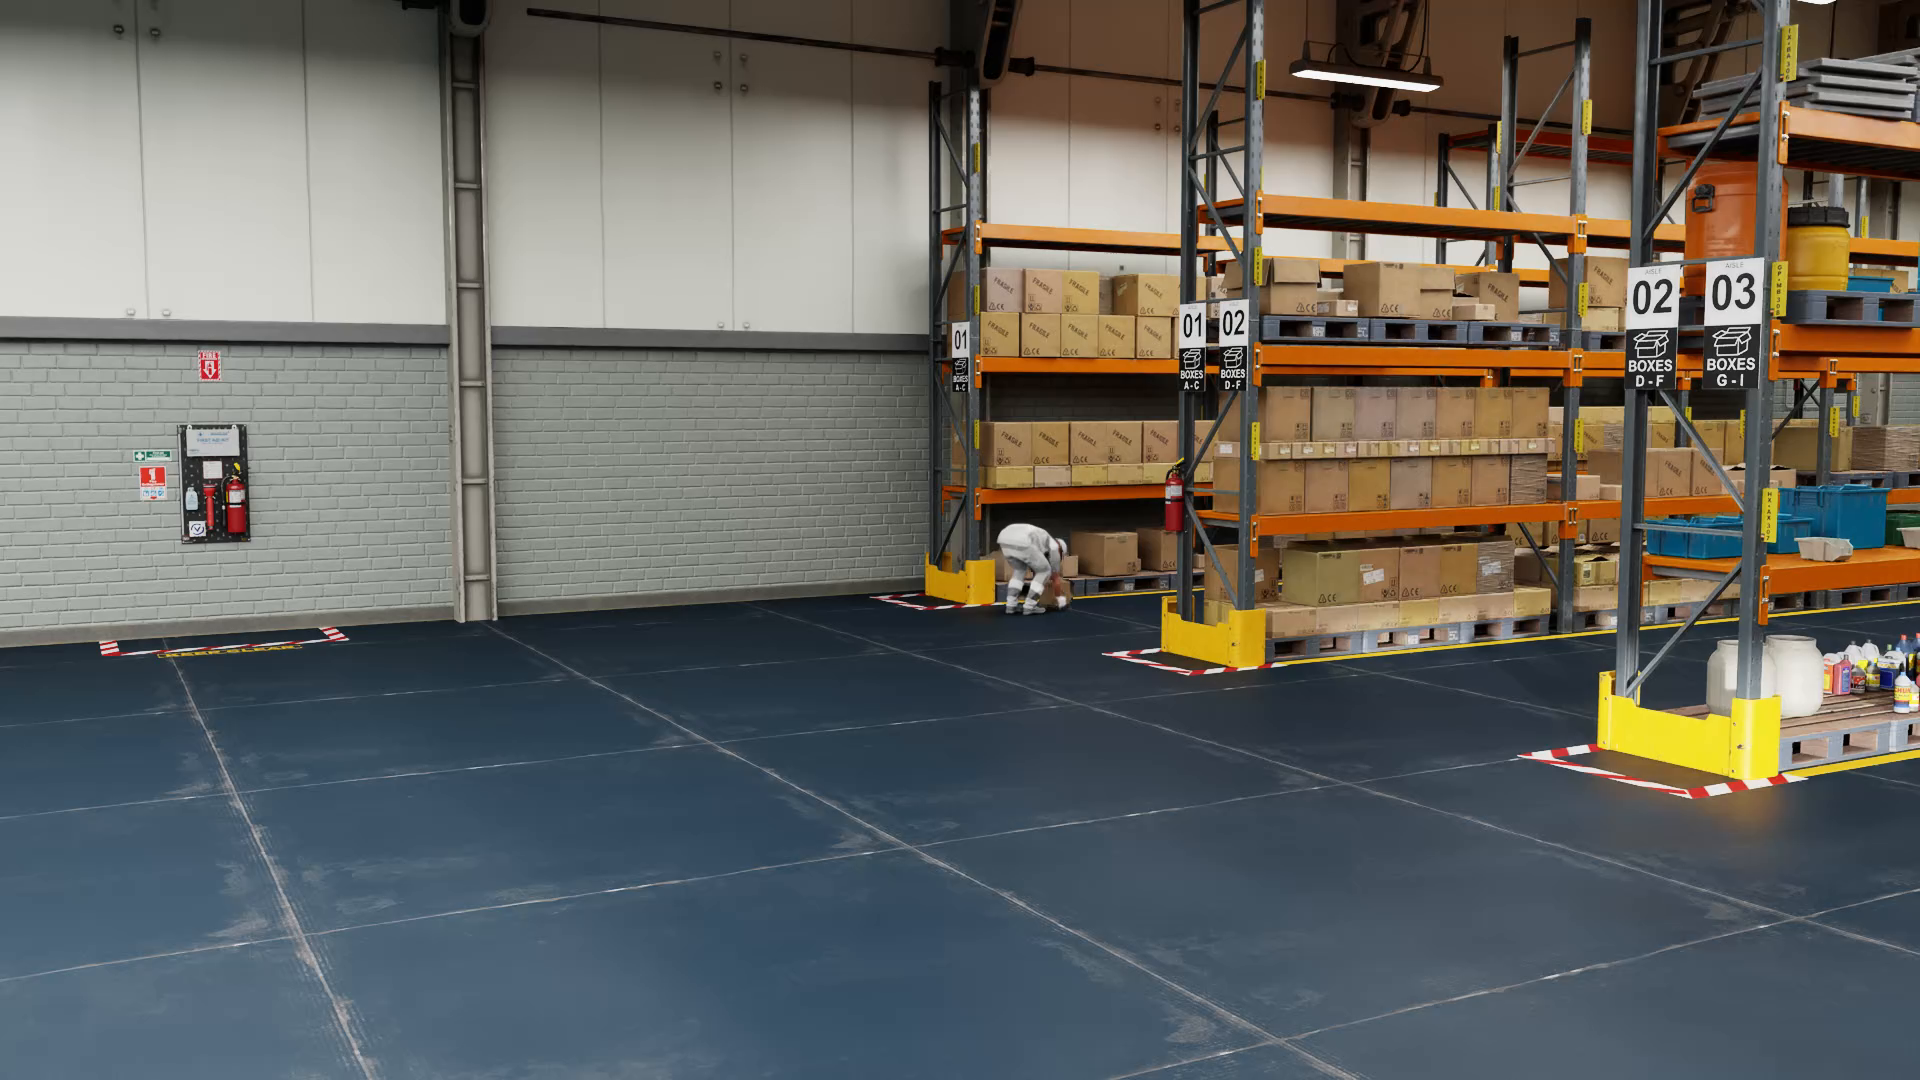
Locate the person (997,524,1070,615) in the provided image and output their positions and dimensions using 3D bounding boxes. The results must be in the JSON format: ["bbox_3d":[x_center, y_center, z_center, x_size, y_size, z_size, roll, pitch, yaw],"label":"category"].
[{"bbox_3d":[0.815,0.300,18.222,0.948,0.984,0.526,-5,7,-45],"label":"person"}]
